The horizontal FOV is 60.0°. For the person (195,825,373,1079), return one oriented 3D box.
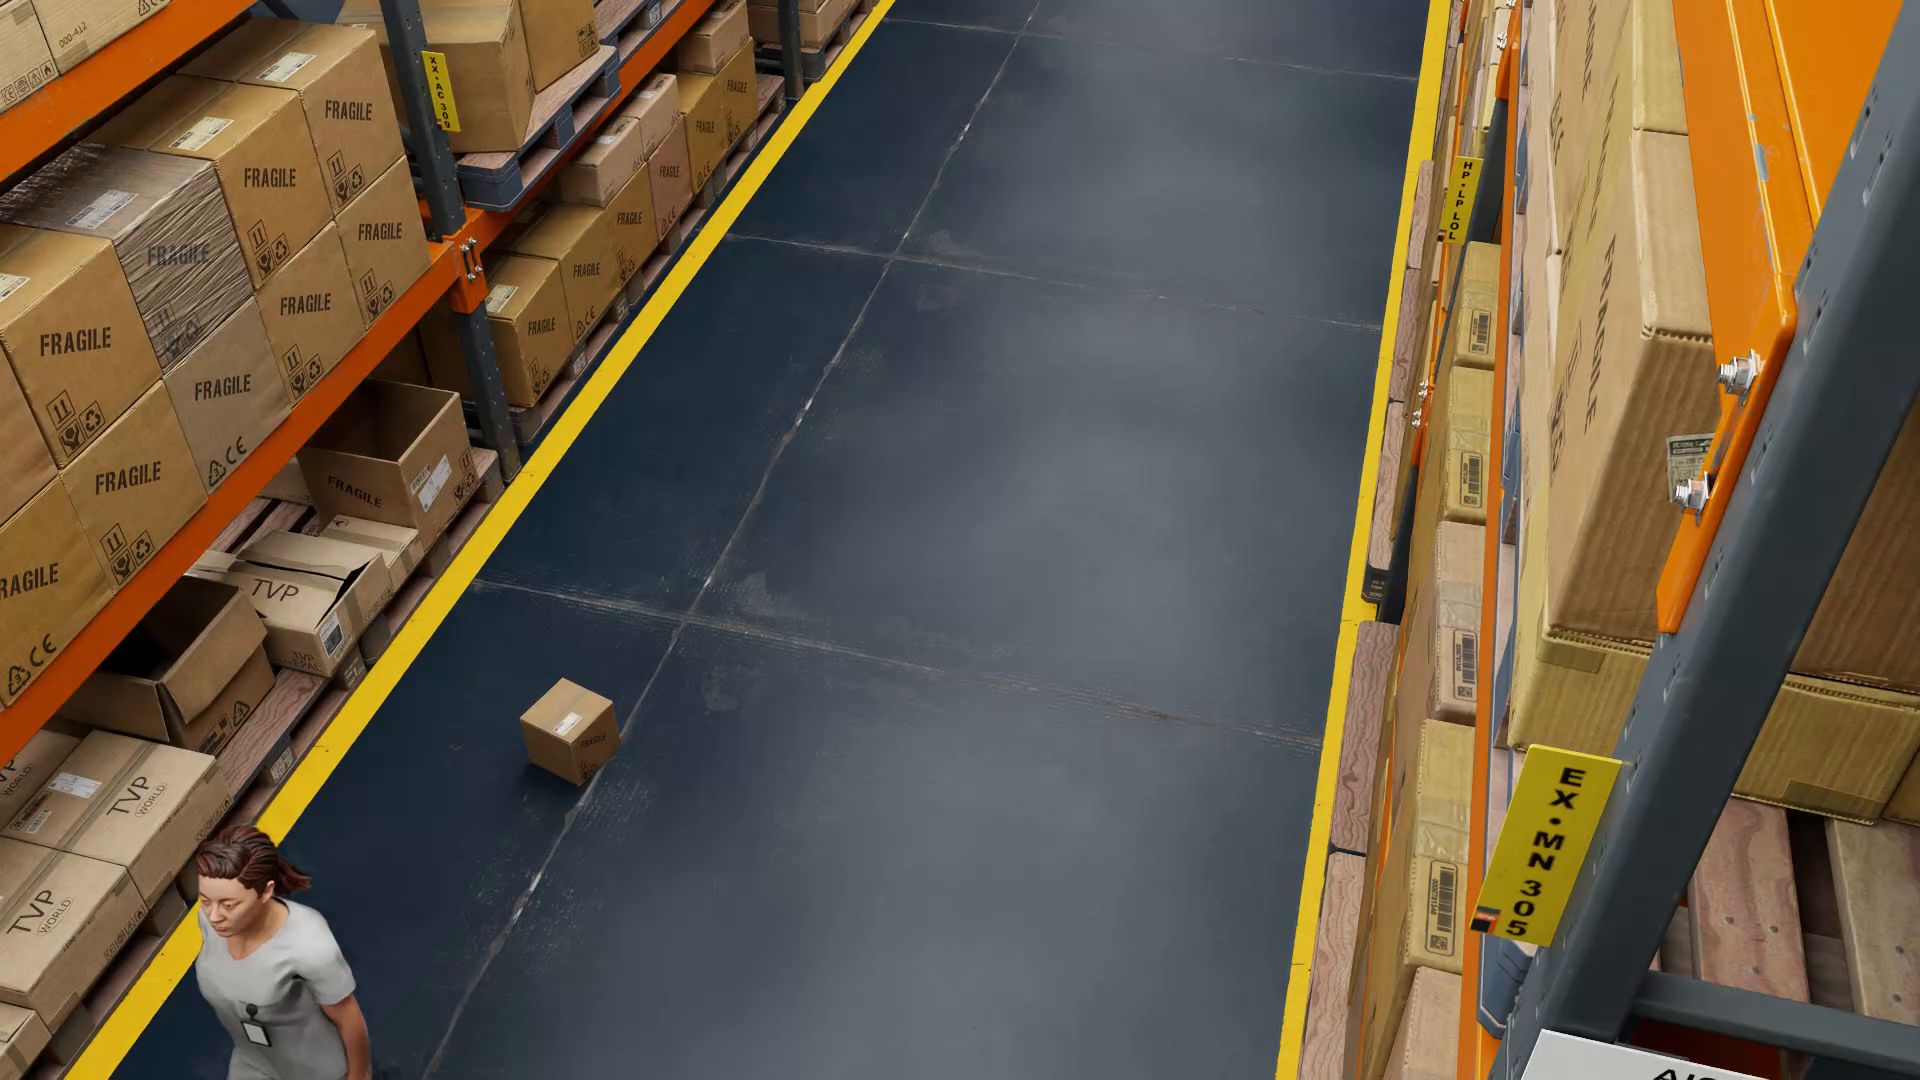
[{"bbox_3d":[-1.795,1.393,4.526,0.458,1.667,0.464,16,44,17],"label":"person"}]
